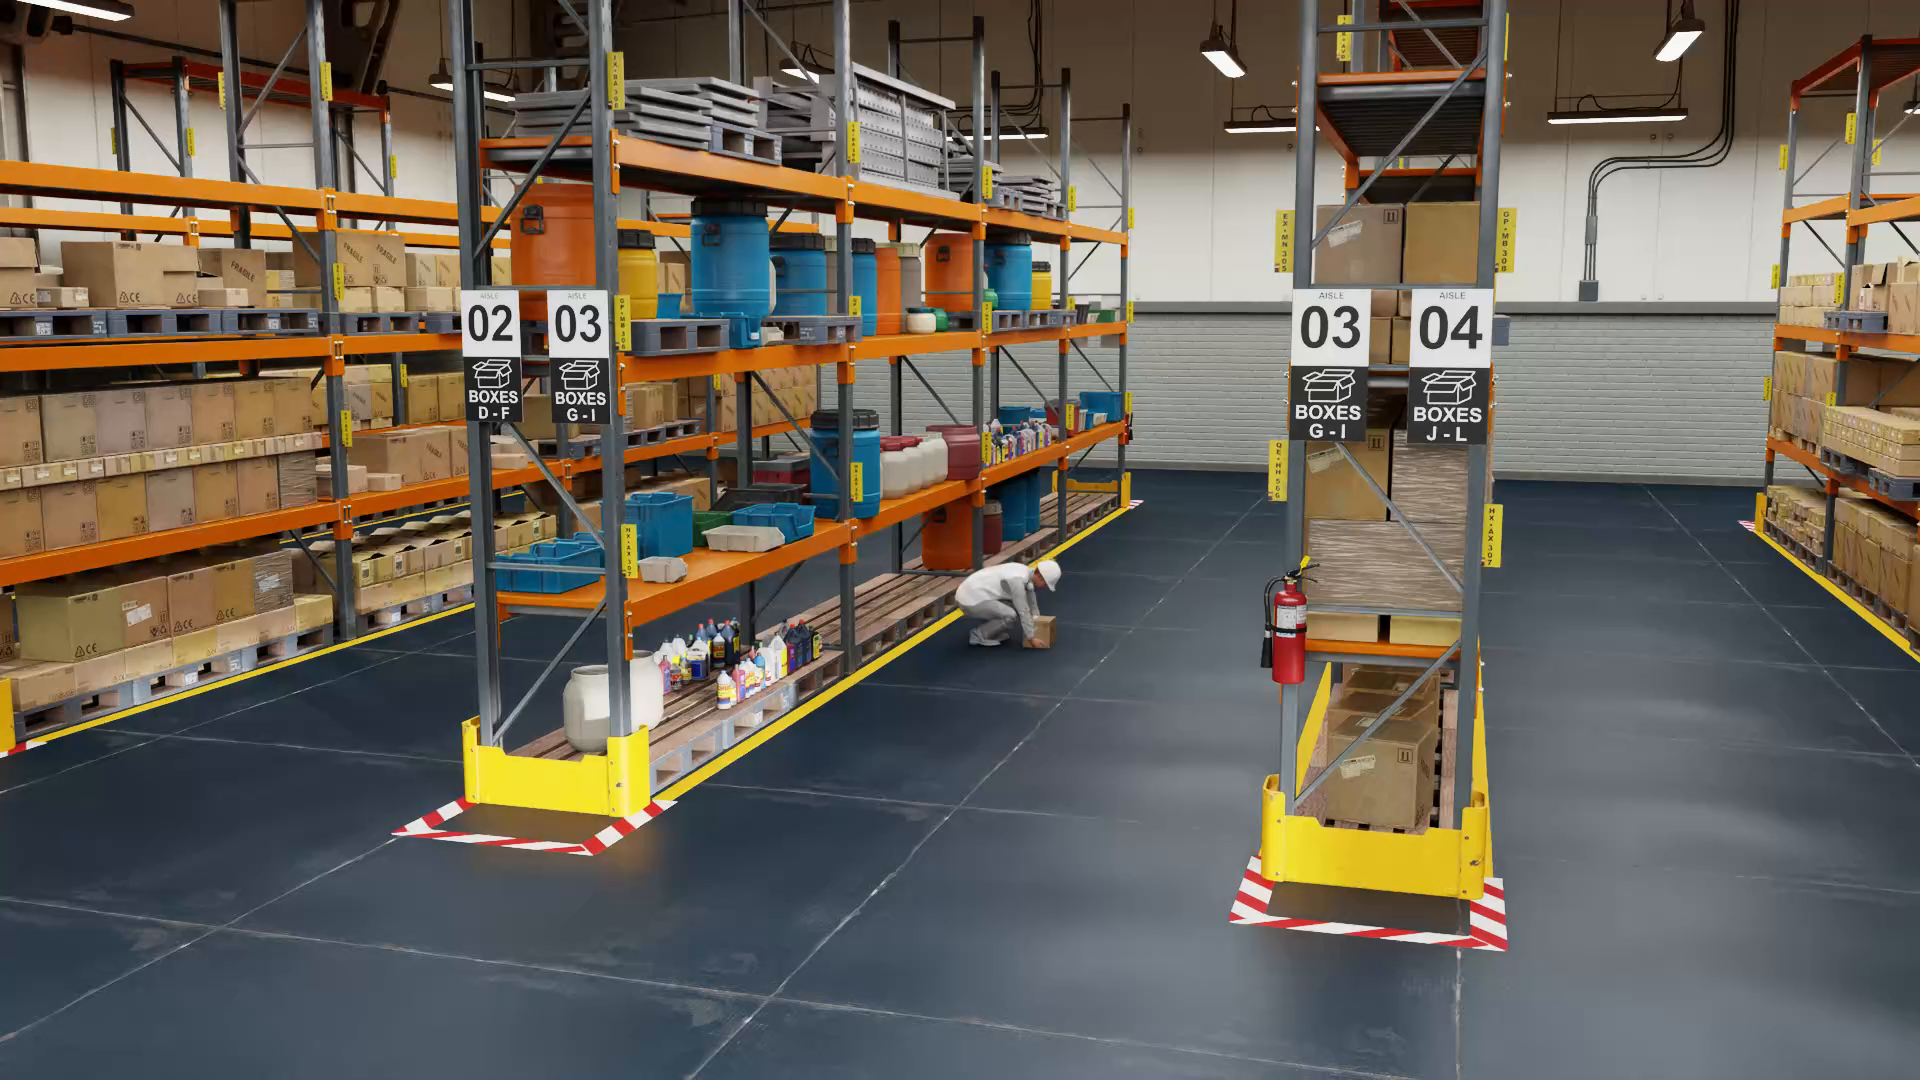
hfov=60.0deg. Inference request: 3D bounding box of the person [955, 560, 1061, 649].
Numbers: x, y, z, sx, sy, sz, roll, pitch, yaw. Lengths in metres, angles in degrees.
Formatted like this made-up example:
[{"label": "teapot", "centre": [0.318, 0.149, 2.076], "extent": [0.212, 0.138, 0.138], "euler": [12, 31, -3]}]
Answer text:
[{"label": "person", "centre": [0.446, 0.610, 15.294], "extent": [0.958, 0.867, 0.525], "euler": [2, 9, 16]}]
